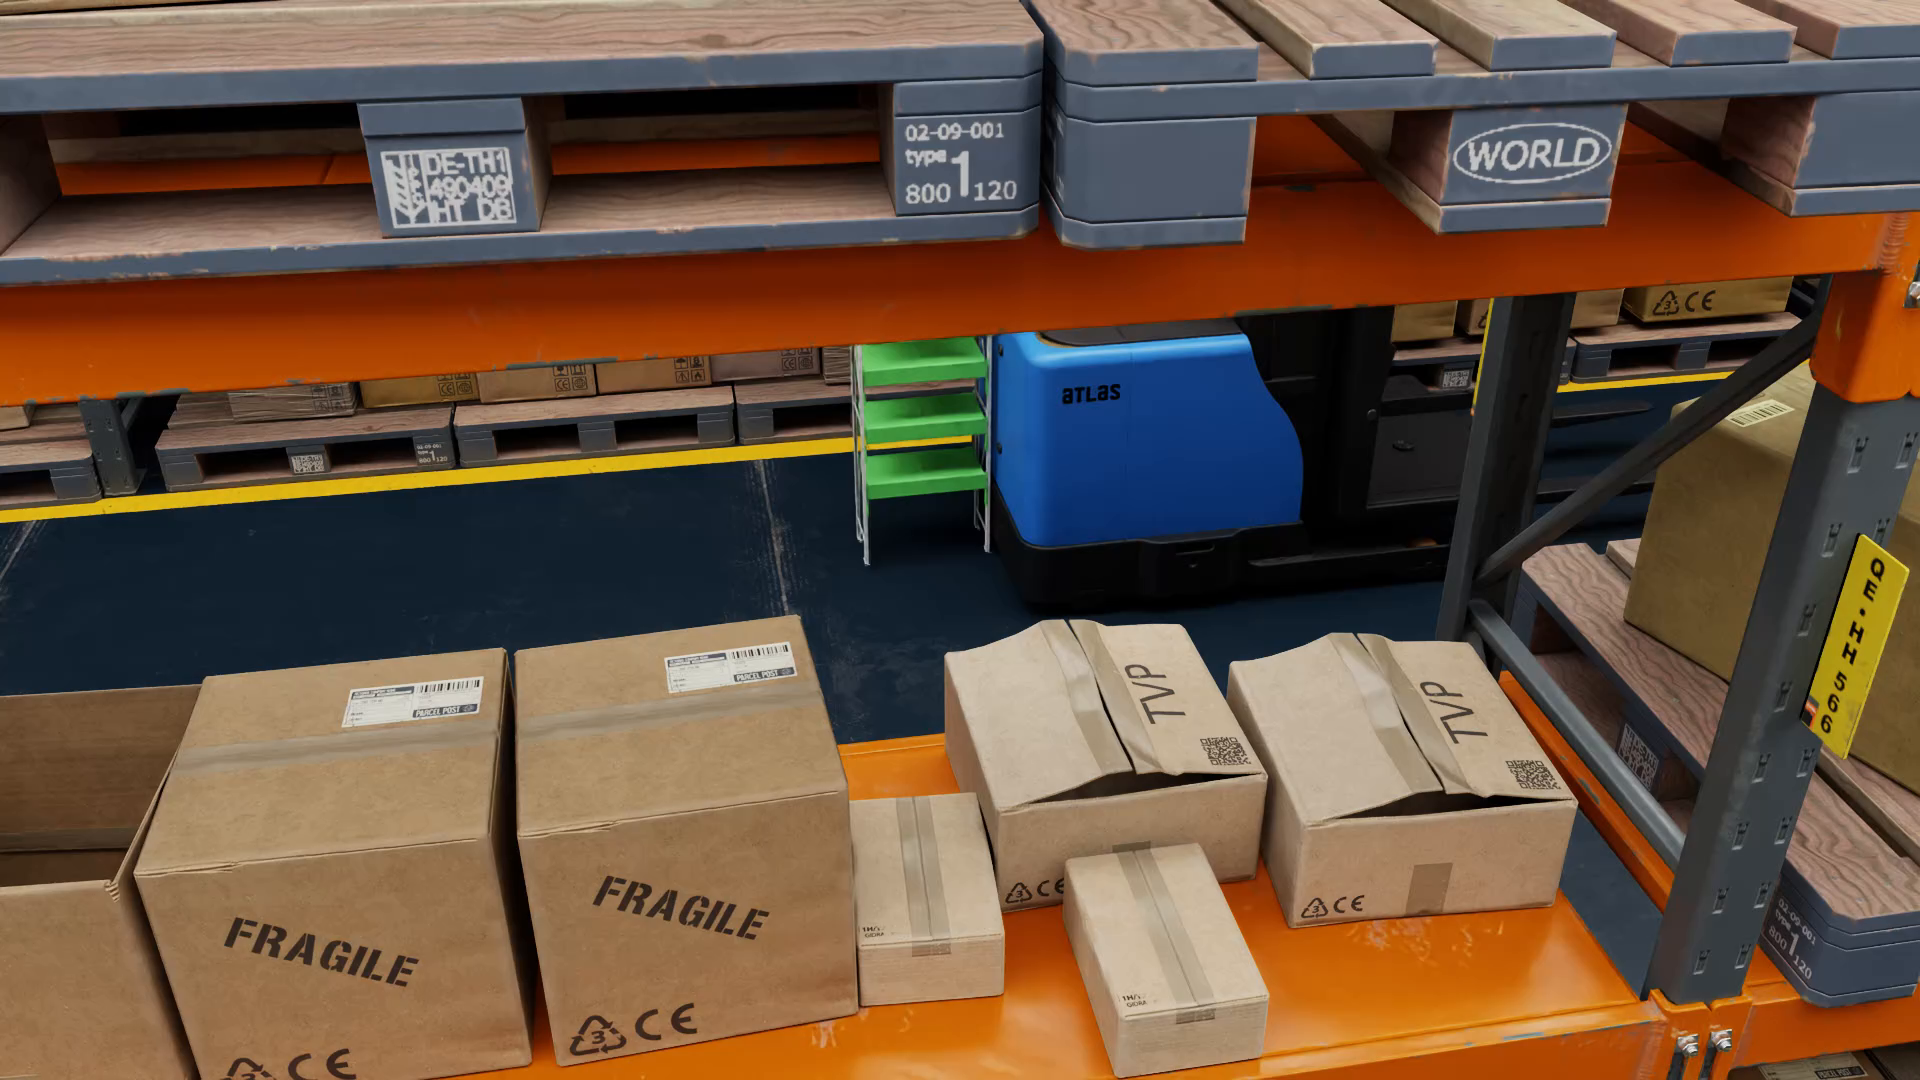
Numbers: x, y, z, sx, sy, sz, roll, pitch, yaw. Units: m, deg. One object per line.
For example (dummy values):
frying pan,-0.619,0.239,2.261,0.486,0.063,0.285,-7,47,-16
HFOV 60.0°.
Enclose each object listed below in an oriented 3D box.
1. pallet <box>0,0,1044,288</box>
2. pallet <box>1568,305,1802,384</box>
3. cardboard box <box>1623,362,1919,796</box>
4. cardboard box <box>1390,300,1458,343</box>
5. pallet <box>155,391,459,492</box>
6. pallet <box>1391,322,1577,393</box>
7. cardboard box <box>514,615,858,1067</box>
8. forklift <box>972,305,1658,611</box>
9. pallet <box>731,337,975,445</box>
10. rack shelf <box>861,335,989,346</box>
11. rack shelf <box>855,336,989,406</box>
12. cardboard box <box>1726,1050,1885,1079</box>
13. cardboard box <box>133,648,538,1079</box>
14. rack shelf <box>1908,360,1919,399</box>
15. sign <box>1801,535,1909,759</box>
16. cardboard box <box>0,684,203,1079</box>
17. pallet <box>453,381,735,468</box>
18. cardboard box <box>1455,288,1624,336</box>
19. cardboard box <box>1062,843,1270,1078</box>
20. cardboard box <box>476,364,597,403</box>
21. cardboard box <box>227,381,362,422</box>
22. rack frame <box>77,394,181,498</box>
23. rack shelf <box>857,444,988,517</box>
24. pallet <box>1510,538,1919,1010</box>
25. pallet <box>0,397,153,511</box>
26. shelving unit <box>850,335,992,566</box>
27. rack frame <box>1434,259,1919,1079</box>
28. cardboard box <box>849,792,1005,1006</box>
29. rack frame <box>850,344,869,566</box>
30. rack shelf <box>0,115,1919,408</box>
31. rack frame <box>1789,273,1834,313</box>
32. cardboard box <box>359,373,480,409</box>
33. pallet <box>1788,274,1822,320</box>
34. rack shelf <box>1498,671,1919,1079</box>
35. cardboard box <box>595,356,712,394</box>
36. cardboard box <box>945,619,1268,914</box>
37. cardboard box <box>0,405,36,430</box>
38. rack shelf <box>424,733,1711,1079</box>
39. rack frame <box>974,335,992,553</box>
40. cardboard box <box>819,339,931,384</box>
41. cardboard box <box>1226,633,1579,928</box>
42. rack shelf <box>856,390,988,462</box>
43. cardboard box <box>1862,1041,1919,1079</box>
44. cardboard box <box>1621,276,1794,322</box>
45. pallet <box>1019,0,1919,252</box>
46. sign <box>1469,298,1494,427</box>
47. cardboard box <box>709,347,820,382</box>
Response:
pallet,-0.575,-0.623,2.076,1.213,0.211,1.003,-4,31,-7
pallet,3.469,-1.146,8.490,1.213,0.211,1.003,-5,31,-9
cardboard box,1.775,0.041,3.208,0.500,0.500,0.700,-16,34,-25
cardboard box,1.890,-1.423,7.918,0.750,0.750,0.750,-5,31,-9
pallet,-2.889,-0.595,7.554,1.213,0.211,1.003,-5,31,-9
pallet,2.267,-1.032,8.298,1.213,0.211,1.003,-5,31,-9
cardboard box,-0.472,0.497,2.846,0.500,0.500,0.500,-7,31,-12
forklift,1.618,-1.363,6.177,3.031,2.935,1.130,-6,31,-10
pallet,-0.489,-0.818,7.933,1.213,0.211,1.003,-5,31,-9
rack shelf,-0.151,-0.858,6.205,0.480,0.148,0.258,-6,31,-10
rack shelf,-0.151,-0.651,6.327,0.480,0.148,0.258,-6,31,-10
cardboard box,1.675,1.368,3.497,0.500,0.500,0.500,-4,31,-7
cardboard box,-0.990,0.545,2.765,0.500,0.500,0.500,-5,31,-9
rack shelf,3.143,-0.787,2.879,4.000,0.370,1.077,-5,31,-9
sign,1.279,0.156,2.382,0.005,0.325,0.100,-5,31,-9
cardboard box,-1.482,0.591,2.687,0.500,0.500,0.500,-3,31,-5
pallet,-1.687,-0.708,7.746,1.213,0.211,1.003,-5,31,-9
cardboard box,2.725,-1.503,8.054,0.750,0.750,0.750,-4,31,-7
cardboard box,0.341,0.707,2.836,0.250,0.149,0.380,-5,31,-9
cardboard box,-1.925,-1.012,7.543,0.500,0.500,0.700,-5,31,-8
cardboard box,-2.934,-0.913,7.375,0.500,0.500,0.700,-4,31,-7
rack frame,-3.655,-1.725,6.725,0.127,3.000,1.000,-5,31,-9
rack shelf,-0.151,-0.238,6.570,0.480,0.148,0.258,-6,31,-10
pallet,1.830,0.365,3.359,1.003,0.211,1.213,-5,31,-9
pallet,-4.309,-0.444,7.297,1.213,0.211,1.003,-5,31,-9
shelving unit,-0.151,-0.500,6.416,0.503,1.200,0.258,-6,31,-10
rack frame,1.175,0.377,3.149,0.053,2.616,0.949,-5,31,-9
cardboard box,-0.068,0.632,2.964,0.250,0.149,0.380,-3,31,-5
rack frame,-0.390,-0.475,6.375,0.015,1.200,0.240,-6,31,-10
rack shelf,-0.791,-0.421,2.258,4.000,0.370,1.077,-5,31,-9
rack frame,4.214,-2.456,7.967,0.127,3.000,1.000,-5,31,-9
cardboard box,-2.434,-0.985,7.498,0.500,0.500,0.700,-6,31,-10
pallet,4.977,-1.284,8.725,1.213,0.211,1.003,-5,31,-9
rack shelf,3.143,0.507,3.639,4.000,0.370,1.077,-5,31,-9
cardboard box,-1.430,-1.062,7.629,0.500,0.500,0.700,-5,31,-9
cardboard box,0.261,0.403,3.194,0.500,0.311,0.500,-6,31,-10
cardboard box,-4.176,-0.630,7.223,0.250,0.166,0.380,-9,32,-15
rack shelf,-0.791,0.872,3.018,4.000,0.370,1.077,-5,31,-9
rack frame,0.088,-0.524,6.457,0.015,1.200,0.240,-6,31,-10
cardboard box,-0.419,-1.111,7.712,0.500,0.500,0.700,-5,31,-8
cardboard box,0.810,0.429,3.149,0.500,0.311,0.500,-3,31,-6
rack shelf,-0.151,-0.445,6.448,0.480,0.148,0.258,-6,31,-10
cardboard box,2.189,1.317,3.583,0.500,0.500,0.500,-6,31,-11
cardboard box,3.599,-1.586,8.194,0.750,0.750,0.750,-5,31,-8
pallet,0.524,-0.726,2.252,1.003,0.211,1.213,-4,31,-7
sign,1.069,-0.356,3.331,0.005,0.325,0.100,-5,31,-9
cardboard box,-0.947,-1.122,7.731,0.500,0.500,0.700,-5,31,-9
